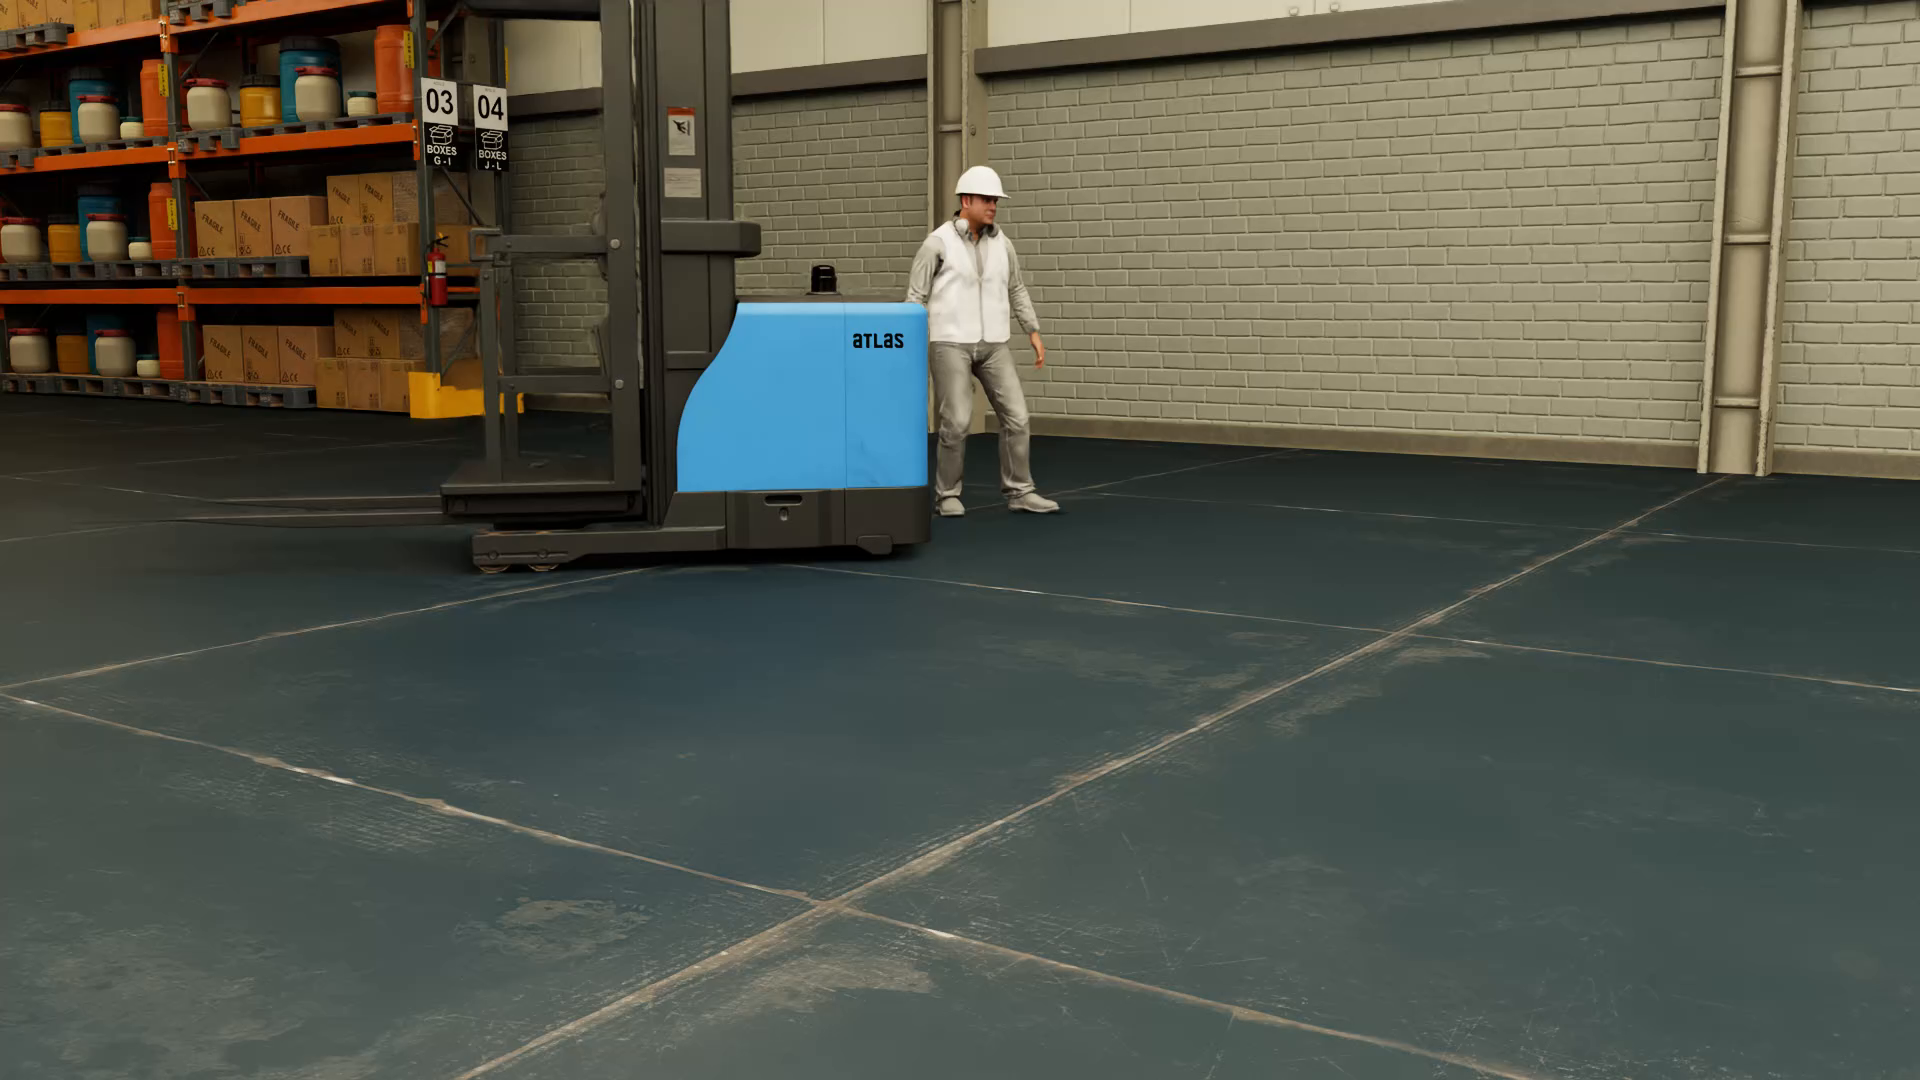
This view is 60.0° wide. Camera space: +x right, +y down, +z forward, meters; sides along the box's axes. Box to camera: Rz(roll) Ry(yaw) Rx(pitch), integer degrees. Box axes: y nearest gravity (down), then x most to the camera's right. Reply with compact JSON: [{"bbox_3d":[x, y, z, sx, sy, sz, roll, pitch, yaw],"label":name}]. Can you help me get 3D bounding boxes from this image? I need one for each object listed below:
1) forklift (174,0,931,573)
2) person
[{"bbox_3d":[-1.692,-1.398,7.023,3.031,2.935,1.130,-2,8,-11],"label":"forklift"},{"bbox_3d":[0.090,-0.997,8.424,0.805,1.747,0.434,-4,9,-26],"label":"person"}]
